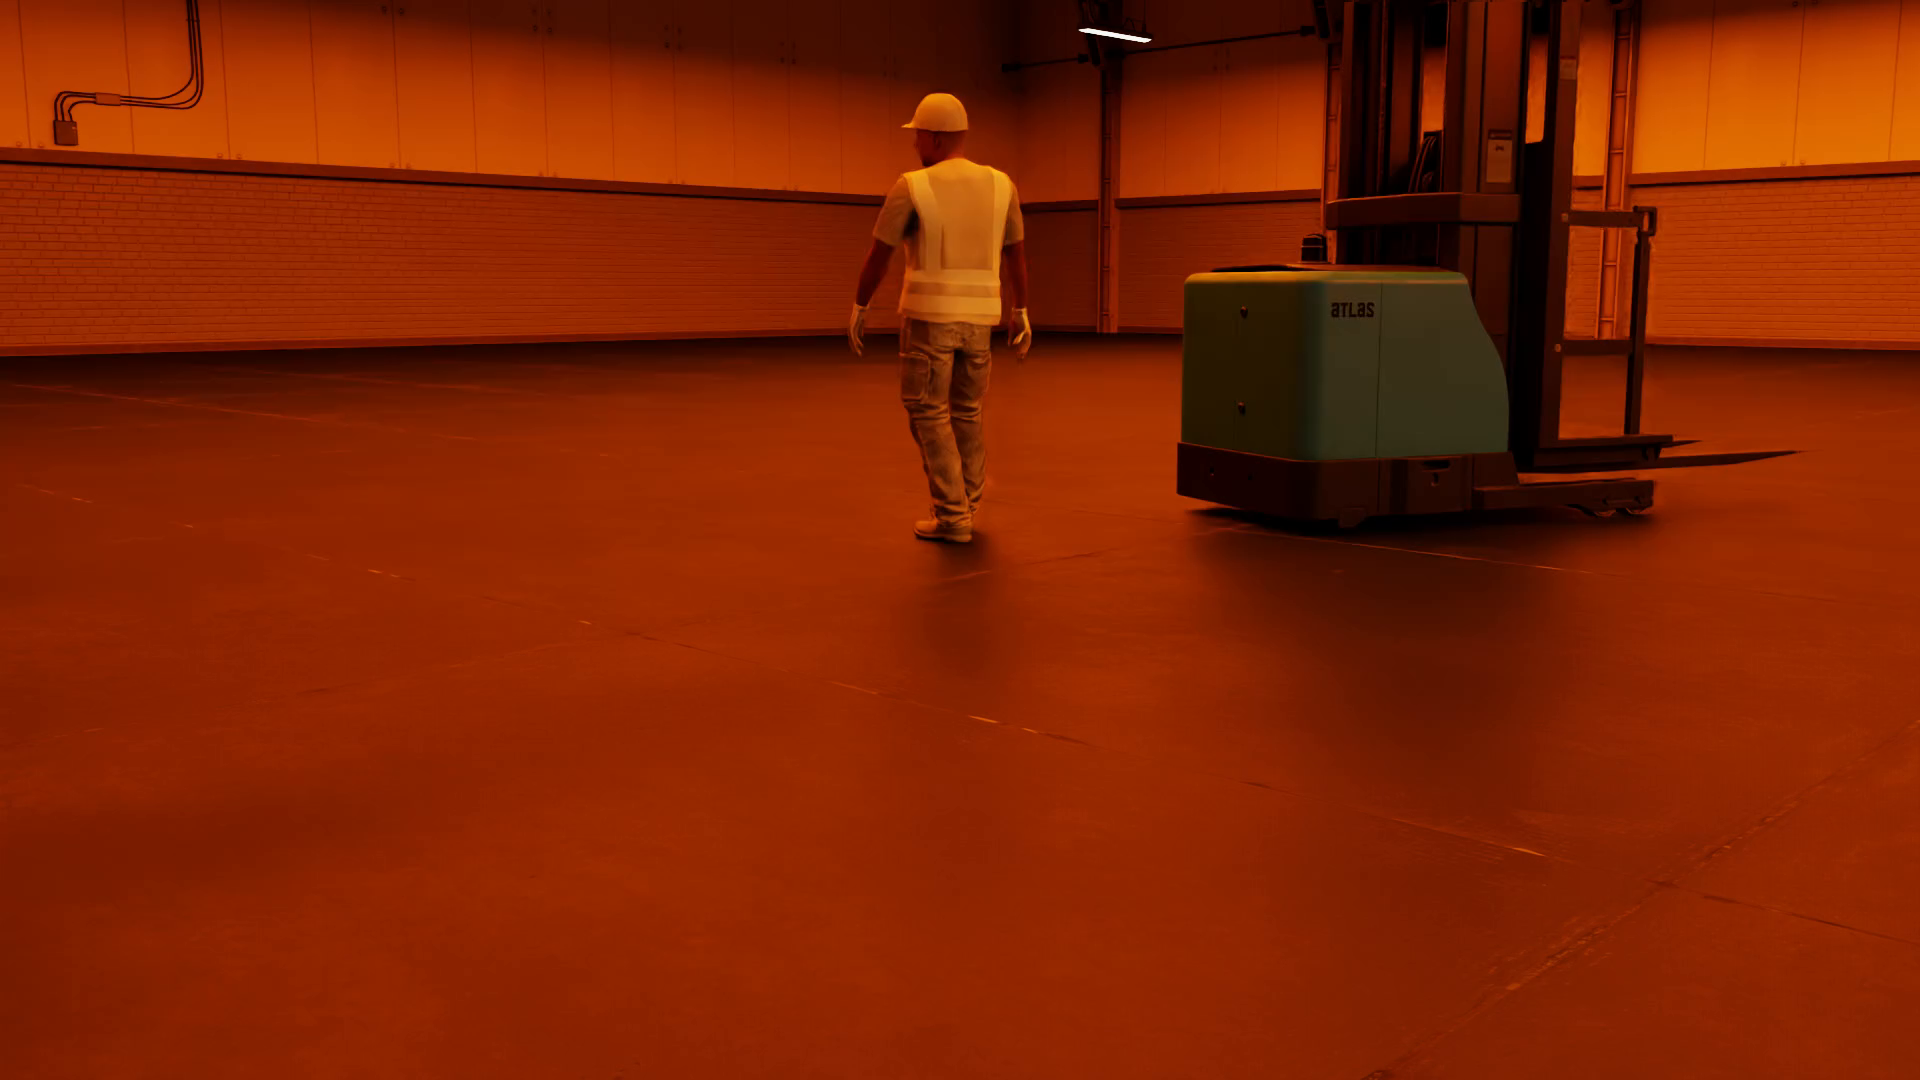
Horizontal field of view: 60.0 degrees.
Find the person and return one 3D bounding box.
[{"bbox_3d":[-0.112,-0.895,6.774,0.718,1.770,0.623,-5,10,-31],"label":"person"}]

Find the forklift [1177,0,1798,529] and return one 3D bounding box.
[{"bbox_3d":[2.559,-1.616,7.606,3.031,2.935,1.130,-4,9,-23],"label":"forklift"}]
